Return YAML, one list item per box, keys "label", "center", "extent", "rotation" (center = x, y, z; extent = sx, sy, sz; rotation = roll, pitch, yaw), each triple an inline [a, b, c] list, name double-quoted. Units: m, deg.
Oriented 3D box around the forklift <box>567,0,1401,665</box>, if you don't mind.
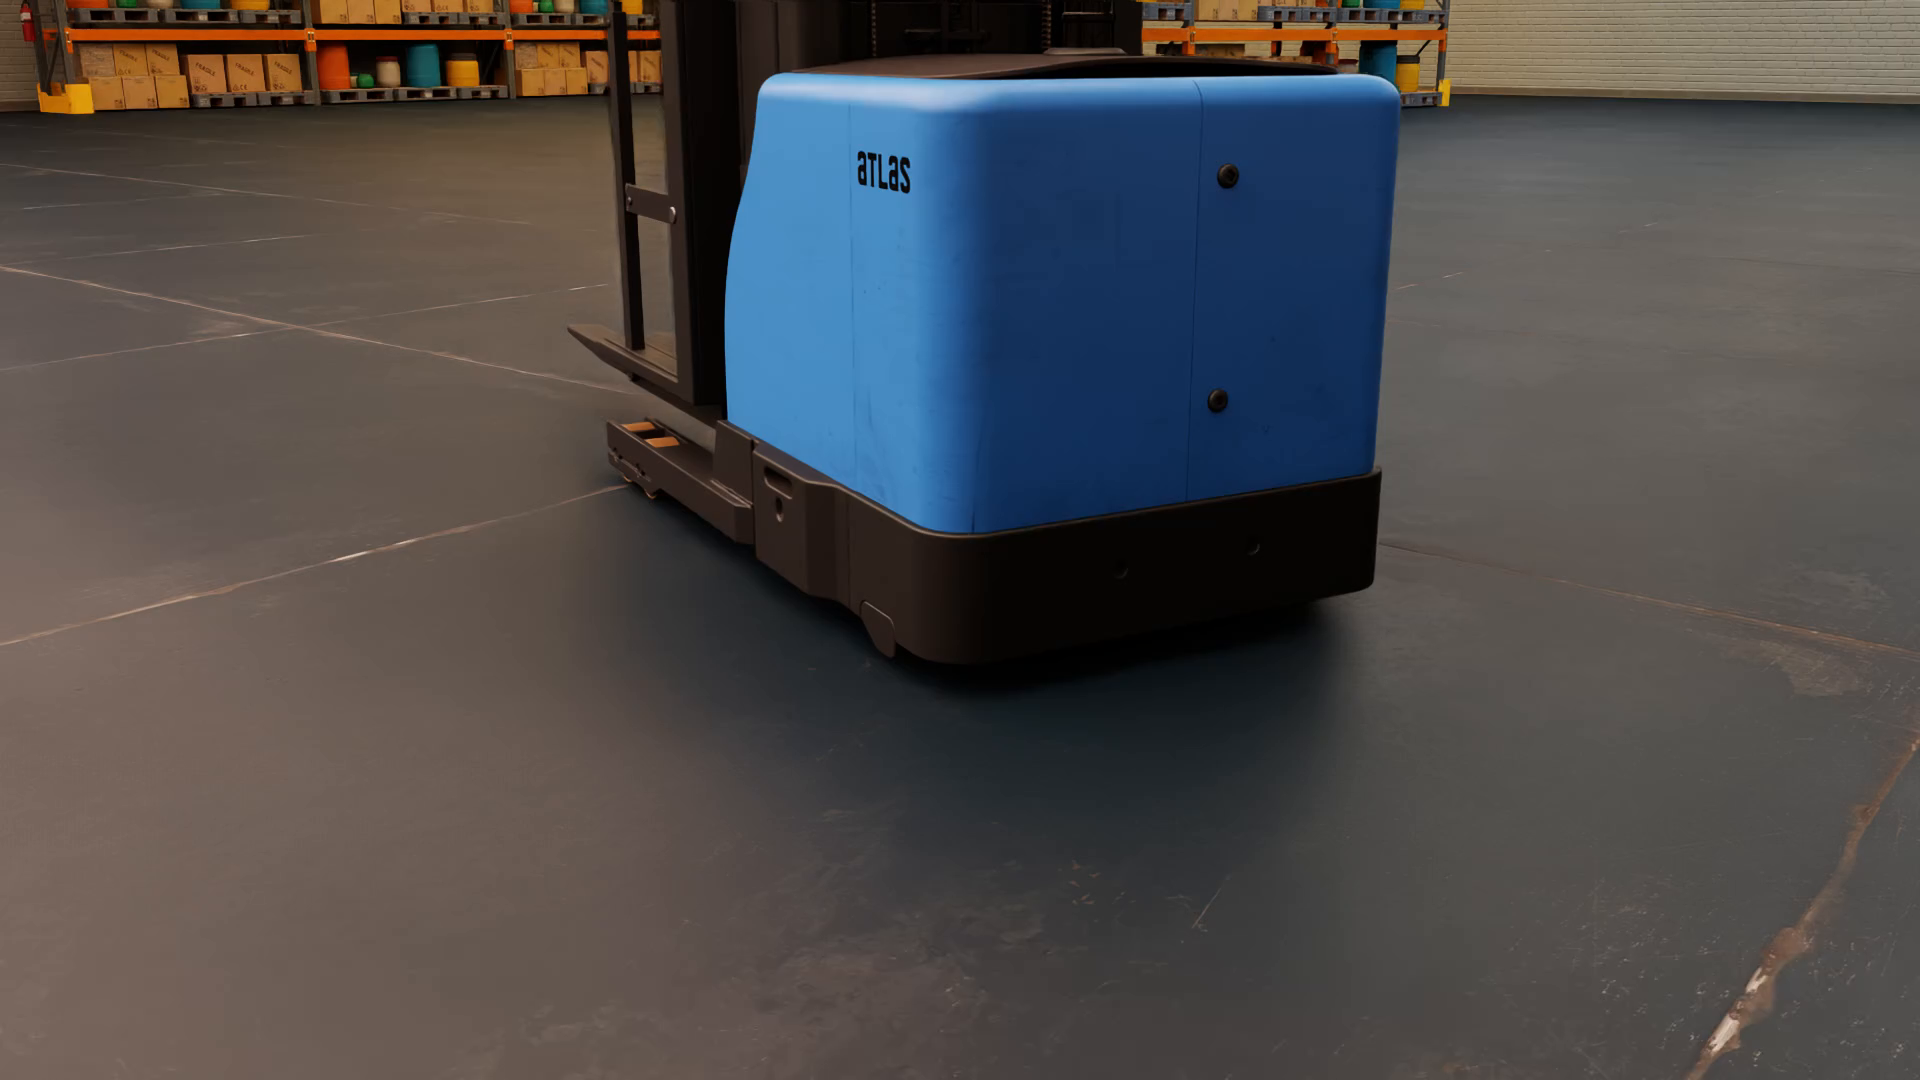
- label: "forklift"
  center: [-0.288, -1.559, 4.031]
  extent: [1.130, 2.935, 3.031]
  rotation: [-9, 19, -27]
